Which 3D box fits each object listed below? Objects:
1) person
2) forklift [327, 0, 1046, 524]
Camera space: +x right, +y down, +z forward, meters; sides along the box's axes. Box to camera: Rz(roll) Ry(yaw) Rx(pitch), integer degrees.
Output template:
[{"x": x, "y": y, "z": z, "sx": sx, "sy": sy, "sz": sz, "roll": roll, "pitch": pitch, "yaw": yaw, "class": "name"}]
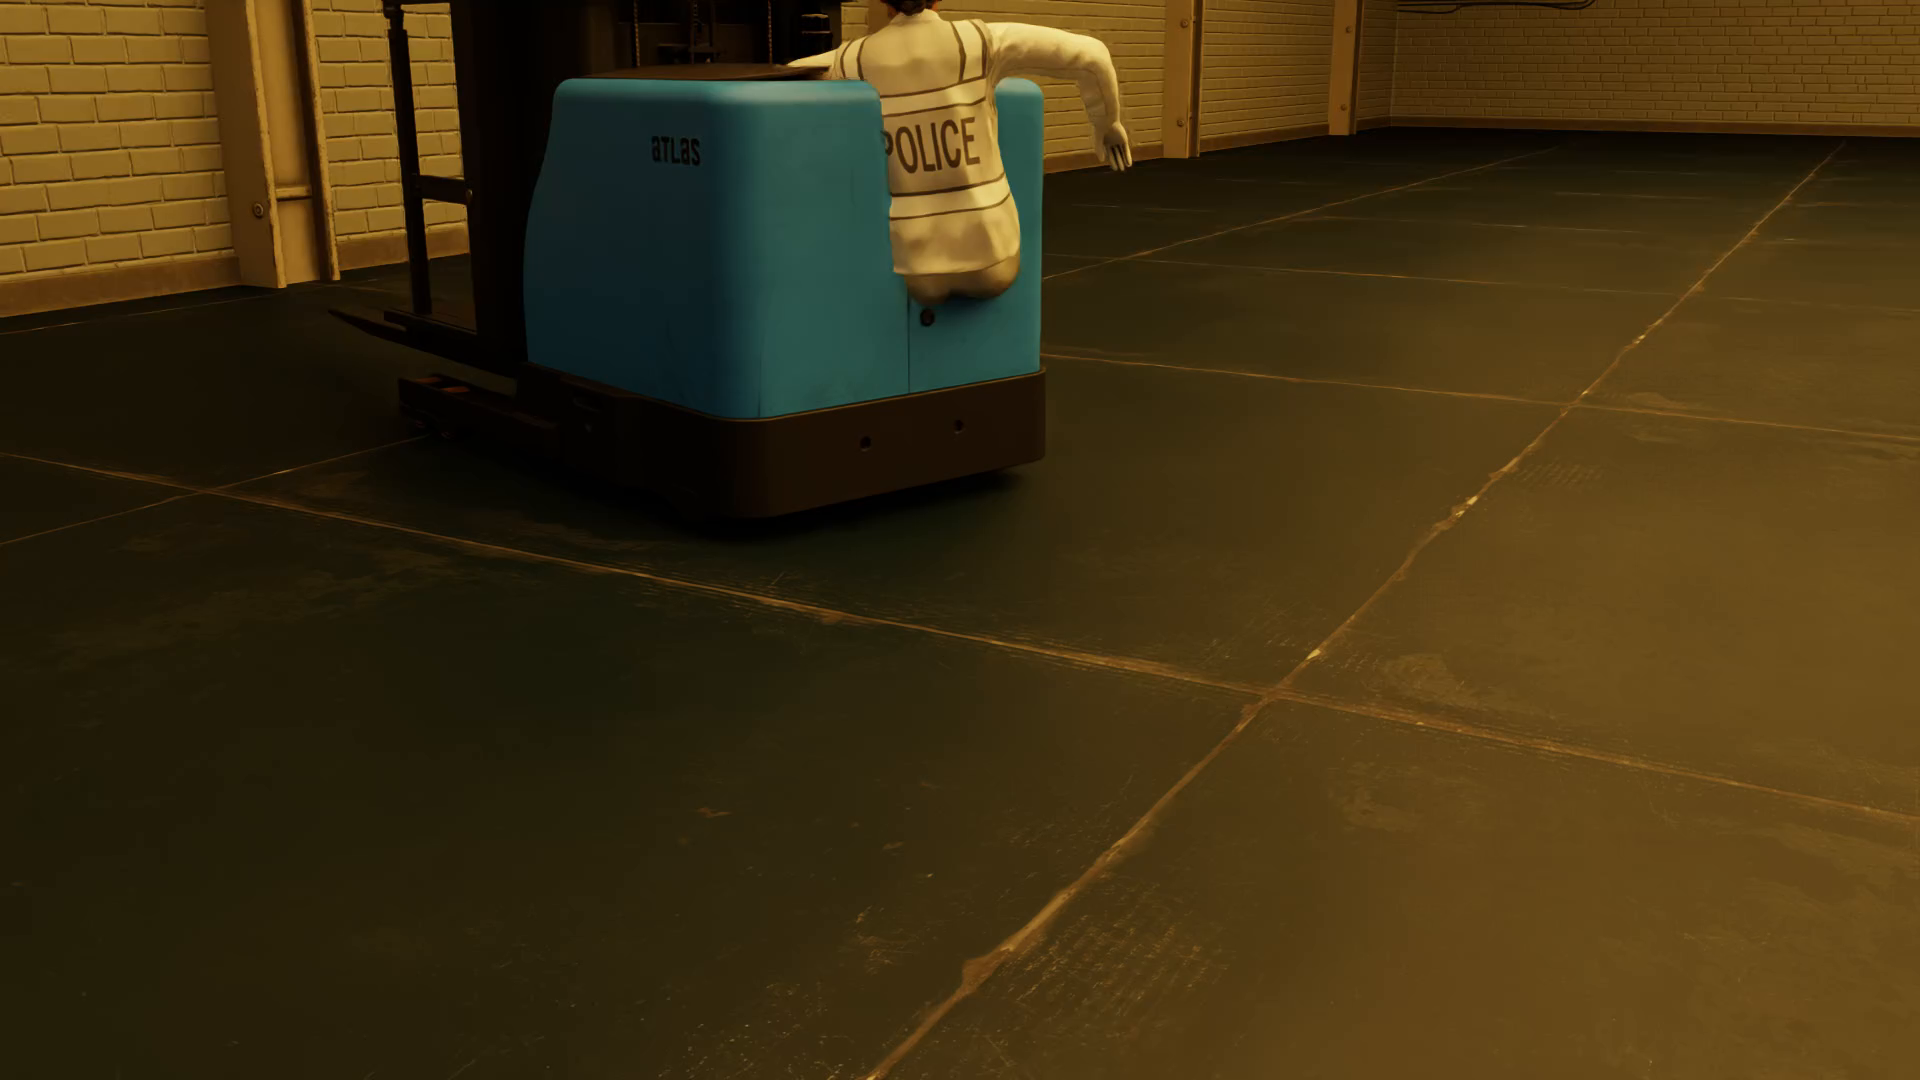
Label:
[{"x": -0.052, "y": -0.861, "z": 4.379, "sx": 0.984, "sy": 1.453, "sz": 0.798, "roll": -1, "pitch": 16, "yaw": -5, "class": "person"}, {"x": -1.110, "y": -1.794, "z": 4.944, "sx": 1.130, "sy": 2.935, "sz": 3.031, "roll": -14, "pitch": 21, "yaw": -39, "class": "forklift"}]
